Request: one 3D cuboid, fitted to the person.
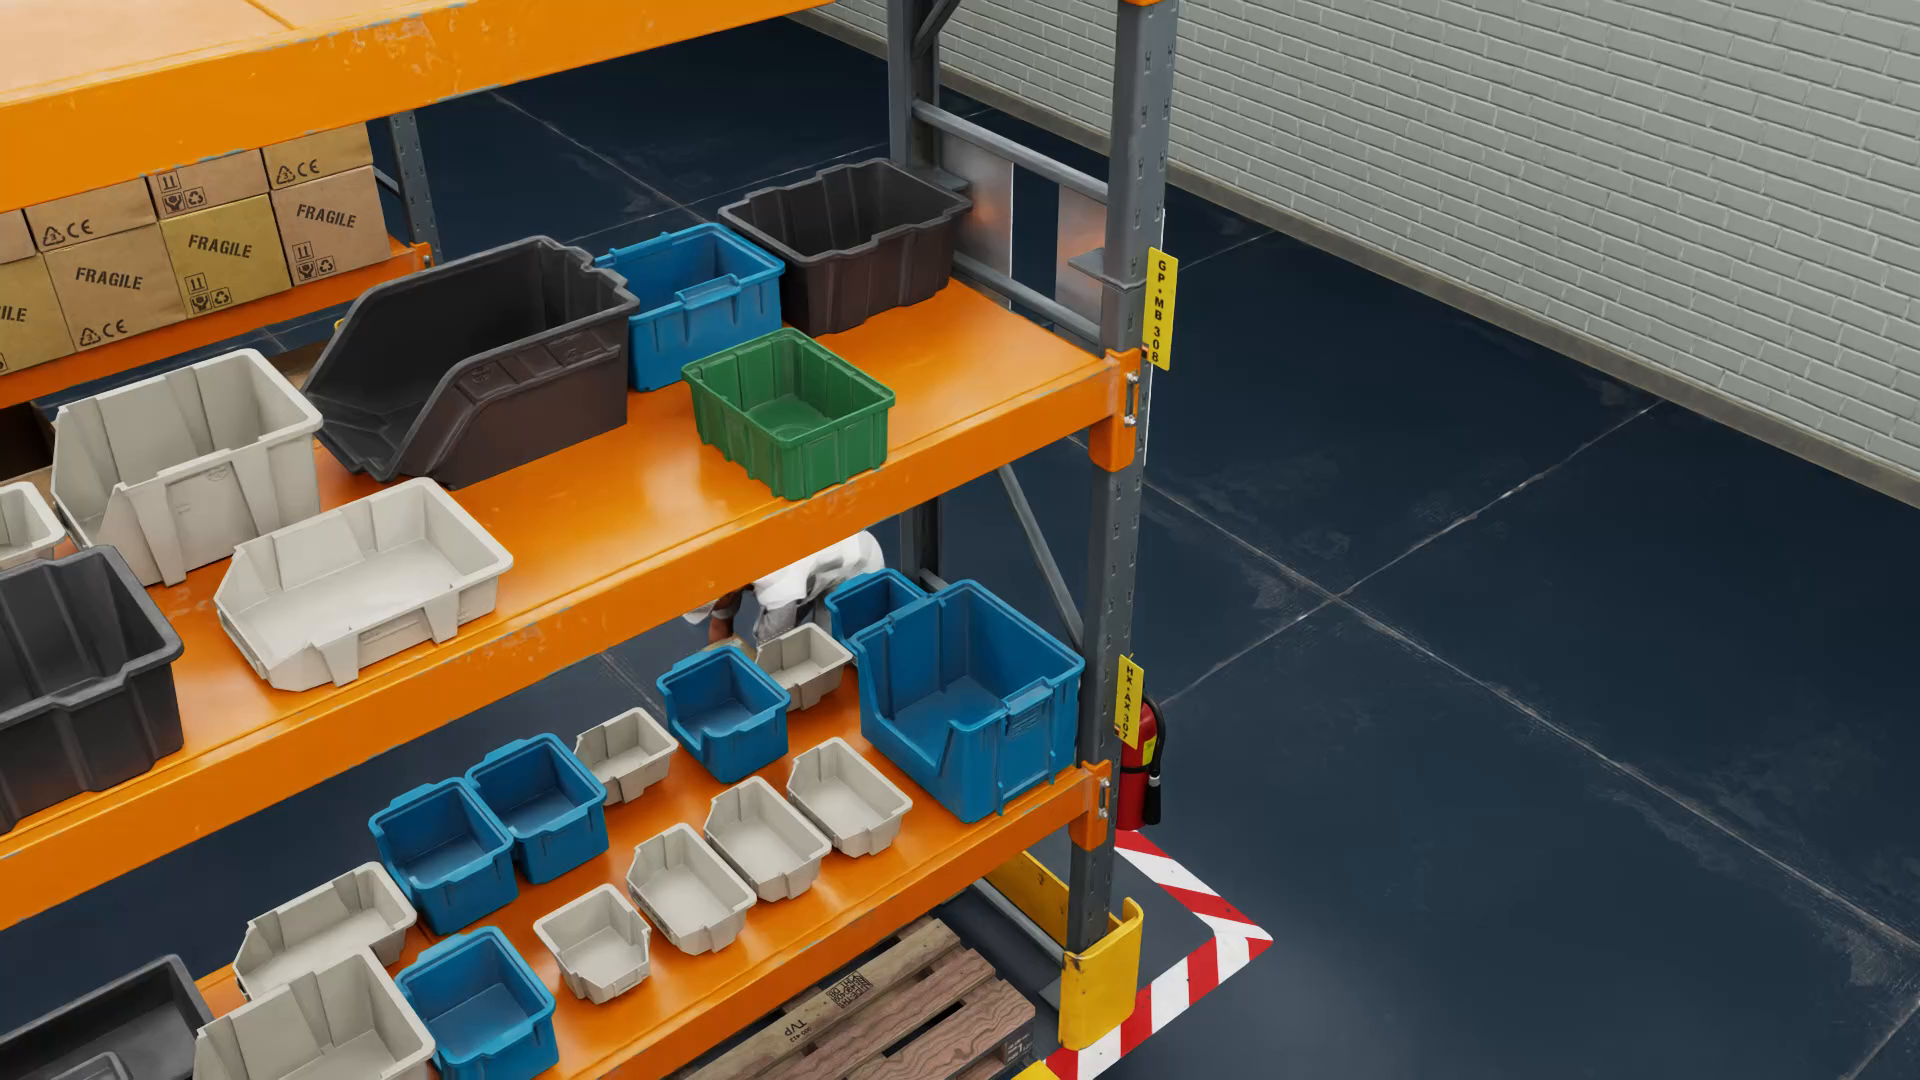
[{"bbox_3d":[-0.749,0.410,7.015,0.967,1.167,0.516,-28,44,-34],"label":"person"}]
